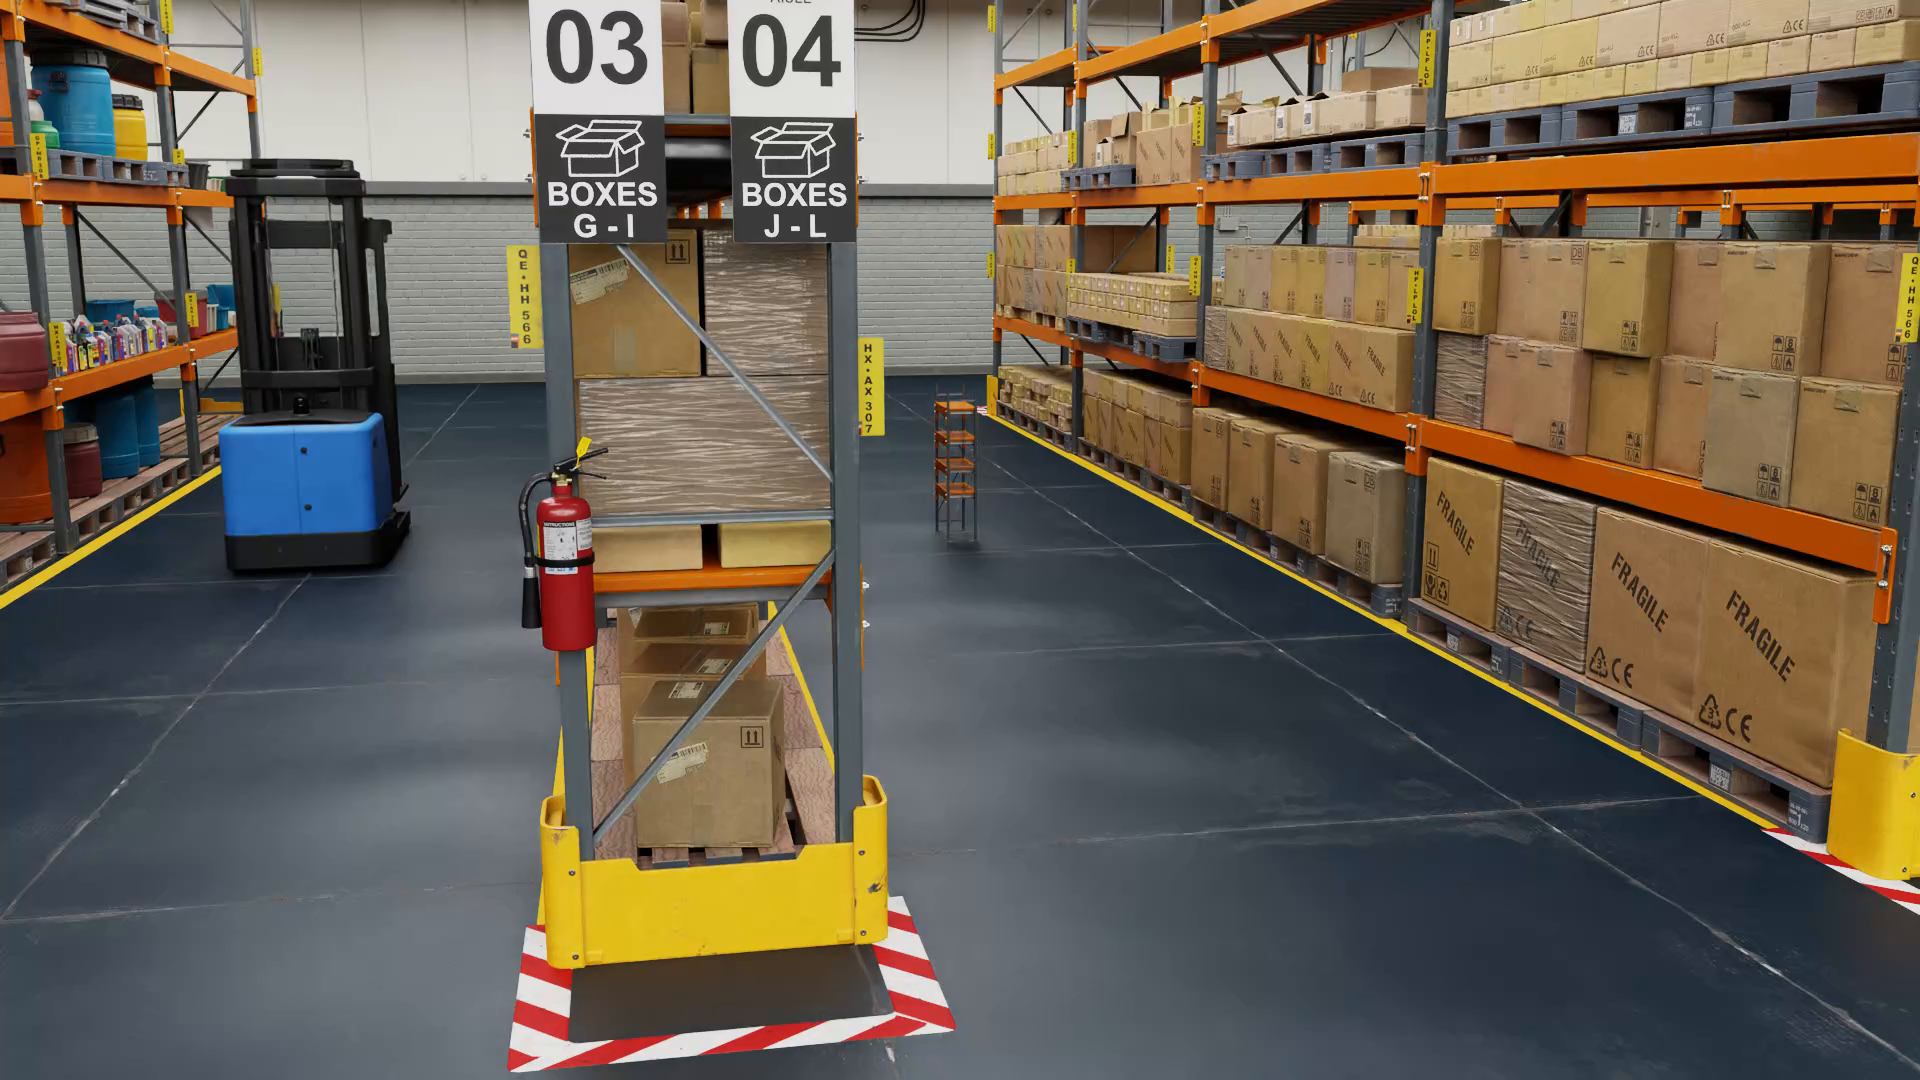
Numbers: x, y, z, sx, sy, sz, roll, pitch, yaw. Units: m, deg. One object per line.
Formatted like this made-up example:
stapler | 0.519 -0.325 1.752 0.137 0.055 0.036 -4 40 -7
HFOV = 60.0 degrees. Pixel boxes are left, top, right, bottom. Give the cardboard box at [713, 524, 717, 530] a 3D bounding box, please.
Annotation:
cardboard box | -0.790 -0.141 6.585 0.380 0.149 0.250 -2 11 -11

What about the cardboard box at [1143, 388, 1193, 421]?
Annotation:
cardboard box | 1.994 -1.249 15.293 0.500 0.250 0.500 -2 11 -10

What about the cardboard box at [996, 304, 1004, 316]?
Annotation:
cardboard box | 0.679 -2.967 21.432 0.380 0.149 0.250 -2 11 -11

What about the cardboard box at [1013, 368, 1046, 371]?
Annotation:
cardboard box | 0.878 -2.105 21.143 0.380 0.149 0.250 -2 11 -10

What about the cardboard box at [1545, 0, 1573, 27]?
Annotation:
cardboard box | 3.209 -2.692 8.443 0.380 0.149 0.250 -2 11 -10

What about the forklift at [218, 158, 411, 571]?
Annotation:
forklift | -4.994 -1.453 12.992 1.130 2.935 3.031 -2 11 -13

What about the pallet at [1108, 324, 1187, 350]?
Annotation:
pallet | 2.068 -1.961 15.993 1.003 0.211 1.213 -2 11 -11

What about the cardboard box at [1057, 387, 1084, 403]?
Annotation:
cardboard box | 1.302 -1.627 18.633 0.380 0.149 0.250 -2 11 -10

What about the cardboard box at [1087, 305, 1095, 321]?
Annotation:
cardboard box | 1.493 -2.279 16.696 0.380 0.149 0.250 -2 11 -10

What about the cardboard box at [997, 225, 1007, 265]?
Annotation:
cardboard box | 0.765 -3.756 21.170 0.500 0.500 0.500 -2 11 -11

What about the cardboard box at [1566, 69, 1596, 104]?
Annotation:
cardboard box | 3.258 -2.253 8.272 0.380 0.149 0.250 -2 11 -11

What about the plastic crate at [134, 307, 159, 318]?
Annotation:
plastic crate | -8.766 -2.413 18.138 0.416 0.233 0.300 -2 11 -11

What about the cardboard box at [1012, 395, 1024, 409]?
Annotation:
cardboard box | 0.854 -1.718 20.703 0.380 0.149 0.250 -2 11 -10

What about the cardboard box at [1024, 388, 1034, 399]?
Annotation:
cardboard box | 1.008 -1.818 20.430 0.380 0.149 0.250 -3 11 -14

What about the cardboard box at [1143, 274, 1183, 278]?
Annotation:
cardboard box | 2.087 -2.640 17.000 0.380 0.149 0.250 -2 11 -13

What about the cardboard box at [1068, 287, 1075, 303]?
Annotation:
cardboard box | 1.341 -2.568 17.418 0.380 0.149 0.250 -2 11 -10

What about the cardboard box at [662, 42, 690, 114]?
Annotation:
cardboard box | -1.178 -1.544 5.665 0.500 0.250 0.500 -2 11 -10

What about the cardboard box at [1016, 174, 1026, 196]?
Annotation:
cardboard box | 0.985 -4.279 20.034 0.500 0.250 0.500 -2 11 -13

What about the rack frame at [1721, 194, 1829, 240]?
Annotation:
rack frame | 7.329 -1.893 15.118 1.000 3.000 0.127 -2 11 -11

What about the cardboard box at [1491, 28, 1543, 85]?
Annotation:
cardboard box | 3.192 -2.570 8.867 0.500 0.250 0.500 -2 11 -11

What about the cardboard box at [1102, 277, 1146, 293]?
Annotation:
cardboard box | 1.594 -2.477 16.145 0.380 0.149 0.250 -2 11 -9

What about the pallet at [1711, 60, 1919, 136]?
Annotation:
pallet | 3.895 -1.793 6.807 1.003 0.211 1.213 -2 11 -11

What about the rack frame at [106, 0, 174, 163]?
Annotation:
rack frame | -8.028 -5.033 15.572 1.000 3.000 0.127 -2 11 -11

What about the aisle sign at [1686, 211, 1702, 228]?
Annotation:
aisle sign | 10.340 -4.820 23.545 0.394 0.787 0.004 -2 11 -11

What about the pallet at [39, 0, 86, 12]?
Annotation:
pallet | -7.360 -4.143 12.473 1.213 0.211 1.003 -2 11 -11

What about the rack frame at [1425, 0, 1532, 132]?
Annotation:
rack frame | 3.272 -3.908 9.660 1.000 3.000 0.127 -2 11 -11

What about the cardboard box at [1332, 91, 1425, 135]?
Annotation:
cardboard box | 2.816 -2.834 11.053 0.500 0.250 0.500 -2 11 -11

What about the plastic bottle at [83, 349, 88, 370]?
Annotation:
plastic bottle | -7.128 -1.477 13.467 0.097 0.201 0.097 0 11 0

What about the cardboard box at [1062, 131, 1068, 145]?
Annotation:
cardboard box | 1.325 -4.365 18.081 0.380 0.149 0.250 -2 11 -10

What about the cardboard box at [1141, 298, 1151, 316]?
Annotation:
cardboard box | 1.844 -2.094 14.930 0.380 0.149 0.250 -2 11 -10

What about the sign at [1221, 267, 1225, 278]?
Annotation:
sign | 4.595 -4.535 28.280 0.327 0.218 0.001 -2 11 -11

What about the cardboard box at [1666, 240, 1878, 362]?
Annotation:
cardboard box | 3.842 -1.106 7.694 0.875 0.550 0.550 -2 11 -11

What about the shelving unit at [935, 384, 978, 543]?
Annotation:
shelving unit | -0.032 -0.620 13.244 0.258 1.200 0.503 -2 11 -11

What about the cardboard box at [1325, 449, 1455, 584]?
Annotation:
cardboard box | 3.063 -0.172 10.973 1.050 0.750 0.750 -2 11 -11

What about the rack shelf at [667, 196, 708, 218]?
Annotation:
rack shelf | -2.780 -3.019 14.939 1.077 0.370 4.000 -2 11 -11

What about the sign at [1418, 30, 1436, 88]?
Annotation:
sign | 2.741 -2.821 9.749 0.100 0.325 0.005 -2 11 -11

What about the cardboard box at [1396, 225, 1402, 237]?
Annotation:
cardboard box | 5.802 -3.953 21.264 0.380 0.149 0.250 -2 11 -10

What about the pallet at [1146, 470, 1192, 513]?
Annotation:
pallet | 2.343 -0.468 15.089 1.003 0.211 1.213 -2 11 -11

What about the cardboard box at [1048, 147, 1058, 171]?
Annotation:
cardboard box | 1.287 -4.244 18.516 0.500 0.250 0.500 -3 11 -13

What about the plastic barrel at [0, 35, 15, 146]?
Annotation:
plastic barrel | -7.357 -3.347 12.466 0.600 0.830 0.708 -2 11 -11

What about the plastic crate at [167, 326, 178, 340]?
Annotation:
plastic crate | -7.978 -2.076 16.628 0.396 0.136 0.243 -2 11 -11

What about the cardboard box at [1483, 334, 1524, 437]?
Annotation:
cardboard box | 3.484 -0.867 9.328 0.875 0.550 0.550 -2 11 -11

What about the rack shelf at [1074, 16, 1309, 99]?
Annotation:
rack shelf | 2.105 -4.458 15.546 1.077 0.370 4.000 -2 11 -11

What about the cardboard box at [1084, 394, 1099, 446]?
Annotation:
cardboard box | 1.599 -1.261 17.361 0.500 0.500 0.500 -2 11 -9

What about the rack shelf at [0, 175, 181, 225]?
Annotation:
rack shelf | -7.639 -2.839 13.992 1.077 0.370 4.000 -2 11 -11

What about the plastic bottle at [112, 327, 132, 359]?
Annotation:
plastic bottle | -7.394 -1.738 14.635 0.152 0.276 0.135 -2 11 -11

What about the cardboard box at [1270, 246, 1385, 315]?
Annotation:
cardboard box | 2.773 -1.965 12.557 0.700 0.500 0.500 -2 11 -12

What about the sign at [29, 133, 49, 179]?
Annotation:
sign | -6.711 -2.796 12.120 0.100 0.325 0.005 -2 11 -11

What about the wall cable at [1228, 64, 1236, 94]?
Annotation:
wall cable | 4.391 -7.340 27.693 0.463 3.000 0.029 -2 11 -11

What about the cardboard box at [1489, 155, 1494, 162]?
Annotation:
cardboard box | 6.113 -4.395 19.210 0.396 0.266 0.258 -2 11 -9

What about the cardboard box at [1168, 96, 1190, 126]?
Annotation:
cardboard box | 2.046 -3.751 14.545 0.396 0.266 0.258 -2 11 -11
